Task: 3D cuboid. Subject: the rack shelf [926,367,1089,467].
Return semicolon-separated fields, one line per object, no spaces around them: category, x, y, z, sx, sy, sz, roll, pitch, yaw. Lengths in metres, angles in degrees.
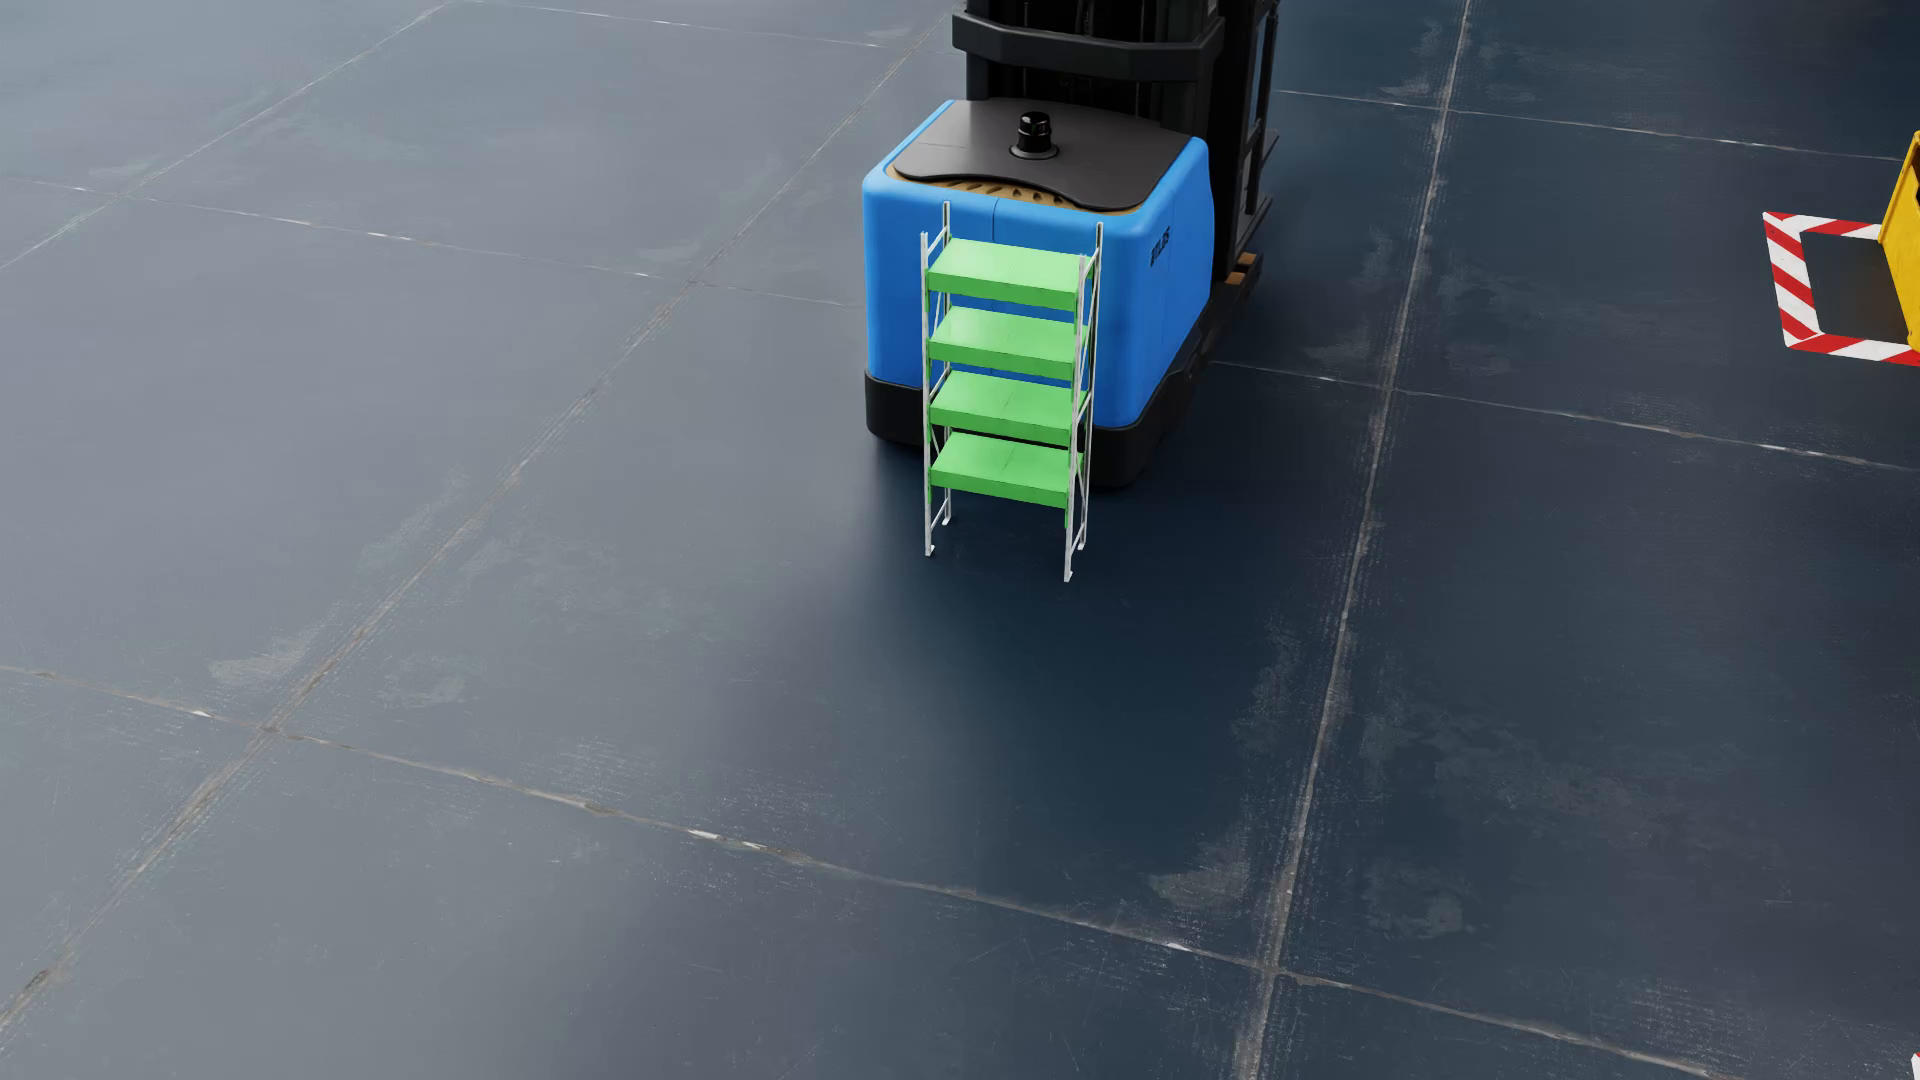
rack shelf;0.158;-0.402;5.392;0.480;0.148;0.258;10;38;14

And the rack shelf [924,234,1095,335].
rack shelf;0.158;-0.789;5.108;0.480;0.148;0.258;10;38;14

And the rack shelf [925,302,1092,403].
rack shelf;0.158;-0.596;5.250;0.480;0.148;0.258;10;38;14

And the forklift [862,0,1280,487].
forklift;0.670;-2.238;6.318;1.130;2.935;3.031;13;38;17

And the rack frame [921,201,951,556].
rack frame;-0.075;-0.497;5.413;0.015;1.200;0.240;10;38;14

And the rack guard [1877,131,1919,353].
rack guard;4.222;-1.263;7.045;0.348;0.500;1.175;10;38;14

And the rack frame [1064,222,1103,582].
rack frame;0.391;-0.411;5.296;0.015;1.200;0.240;10;38;14

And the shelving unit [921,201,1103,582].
shelving unit;0.158;-0.454;5.355;0.503;1.200;0.258;10;38;14

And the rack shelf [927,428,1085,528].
rack shelf;0.158;-0.209;5.535;0.480;0.148;0.258;10;38;14
